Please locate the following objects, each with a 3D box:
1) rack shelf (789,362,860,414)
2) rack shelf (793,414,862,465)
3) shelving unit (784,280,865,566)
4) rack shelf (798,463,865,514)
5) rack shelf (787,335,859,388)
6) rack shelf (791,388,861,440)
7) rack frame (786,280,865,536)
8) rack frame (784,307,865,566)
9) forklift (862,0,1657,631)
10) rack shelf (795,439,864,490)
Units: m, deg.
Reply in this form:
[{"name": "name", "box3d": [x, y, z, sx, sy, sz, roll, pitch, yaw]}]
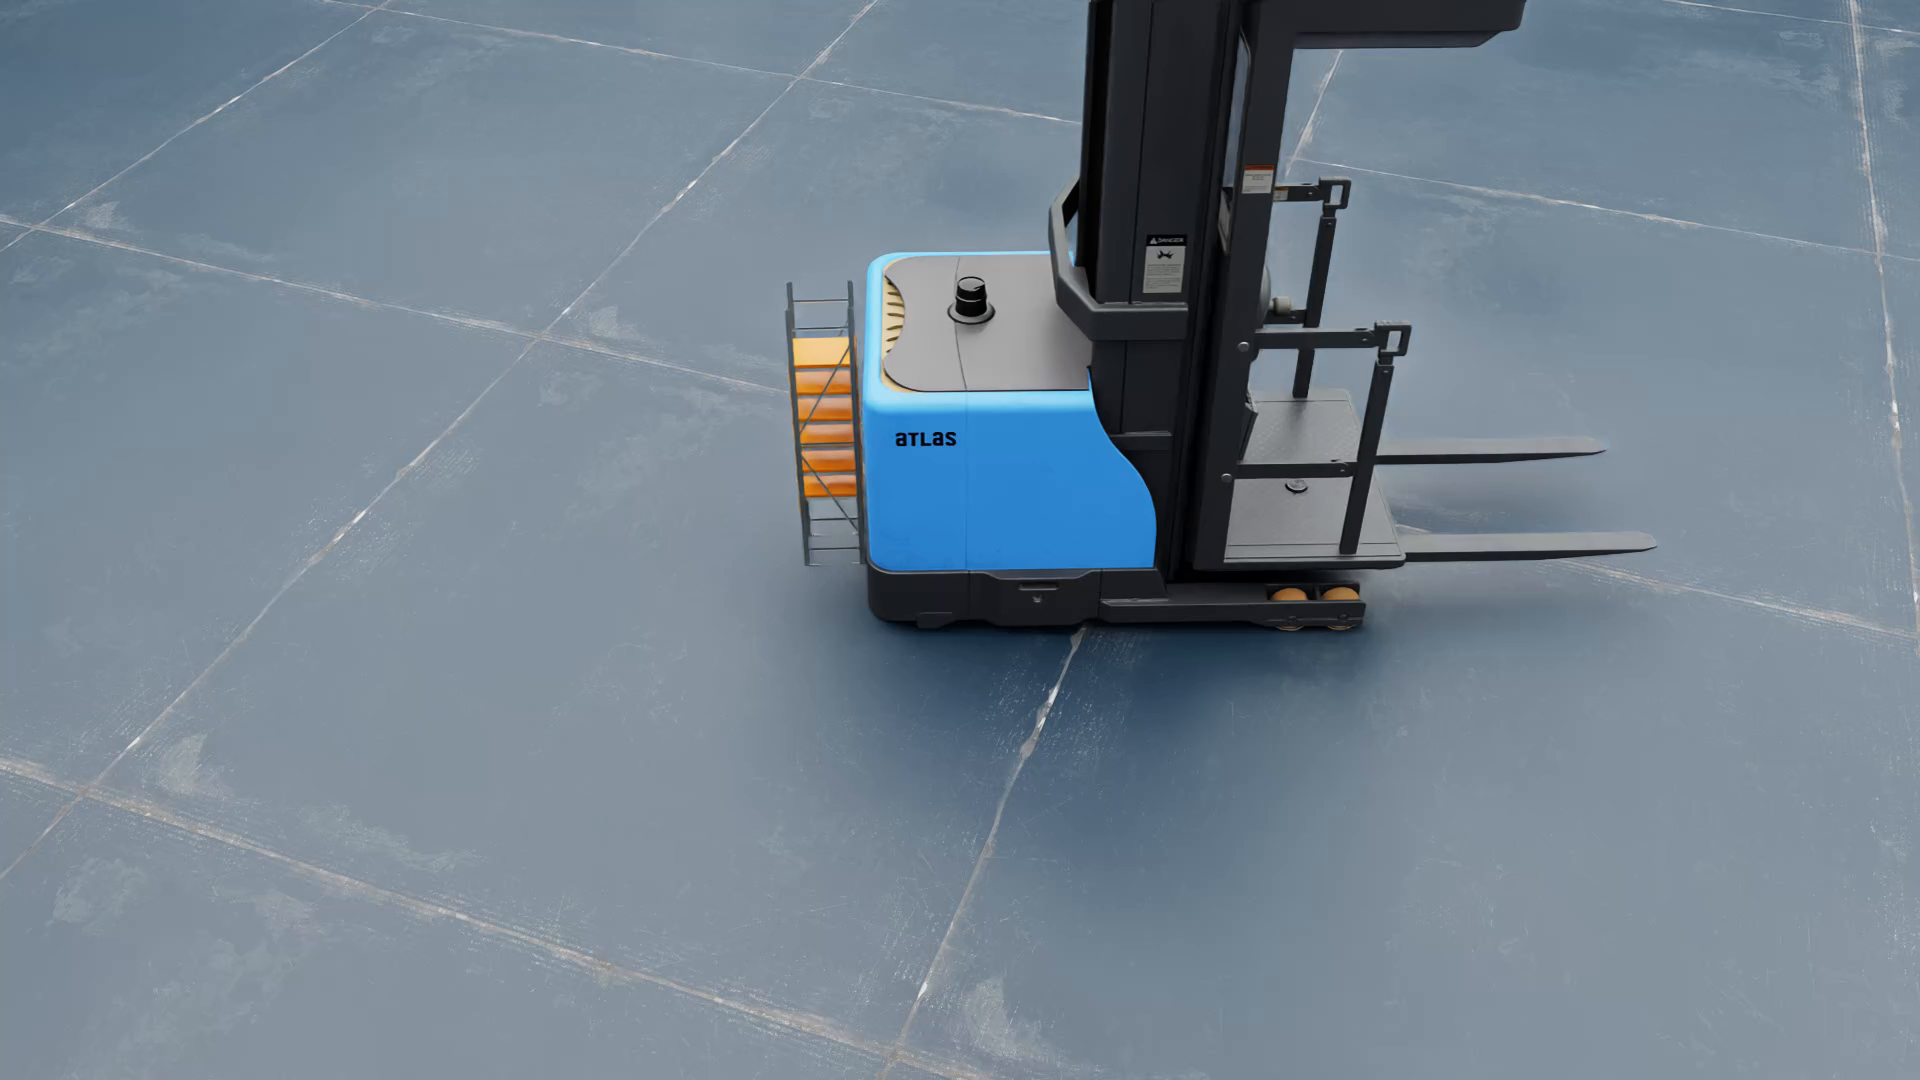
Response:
[{"name": "rack shelf", "box3d": [-0.502, -0.566, 6.188, 0.258, 0.103, 0.180, -2, 40, -2]}, {"name": "rack shelf", "box3d": [-0.502, -0.384, 6.344, 0.258, 0.103, 0.180, -2, 40, -2]}, {"name": "shelving unit", "box3d": [-0.502, -0.417, 6.315, 0.258, 1.200, 0.189, -2, 40, -2]}, {"name": "rack shelf", "box3d": [-0.502, -0.201, 6.499, 0.258, 0.103, 0.180, -2, 40, -2]}, {"name": "rack shelf", "box3d": [-0.502, -0.657, 6.110, 0.258, 0.103, 0.180, -2, 40, -2]}, {"name": "rack shelf", "box3d": [-0.502, -0.475, 6.266, 0.258, 0.103, 0.180, -2, 40, -2]}, {"name": "rack frame", "box3d": [-0.506, -0.477, 6.384, 0.240, 1.200, 0.006, -2, 40, -2]}, {"name": "rack frame", "box3d": [-0.498, -0.358, 6.245, 0.240, 1.200, 0.006, -2, 40, -2]}, {"name": "forklift", "box3d": [1.156, -1.115, 5.799, 3.031, 2.935, 1.130, -1, 40, -1]}, {"name": "rack shelf", "box3d": [-0.502, -0.292, 6.421, 0.258, 0.103, 0.180, -2, 40, -2]}]
